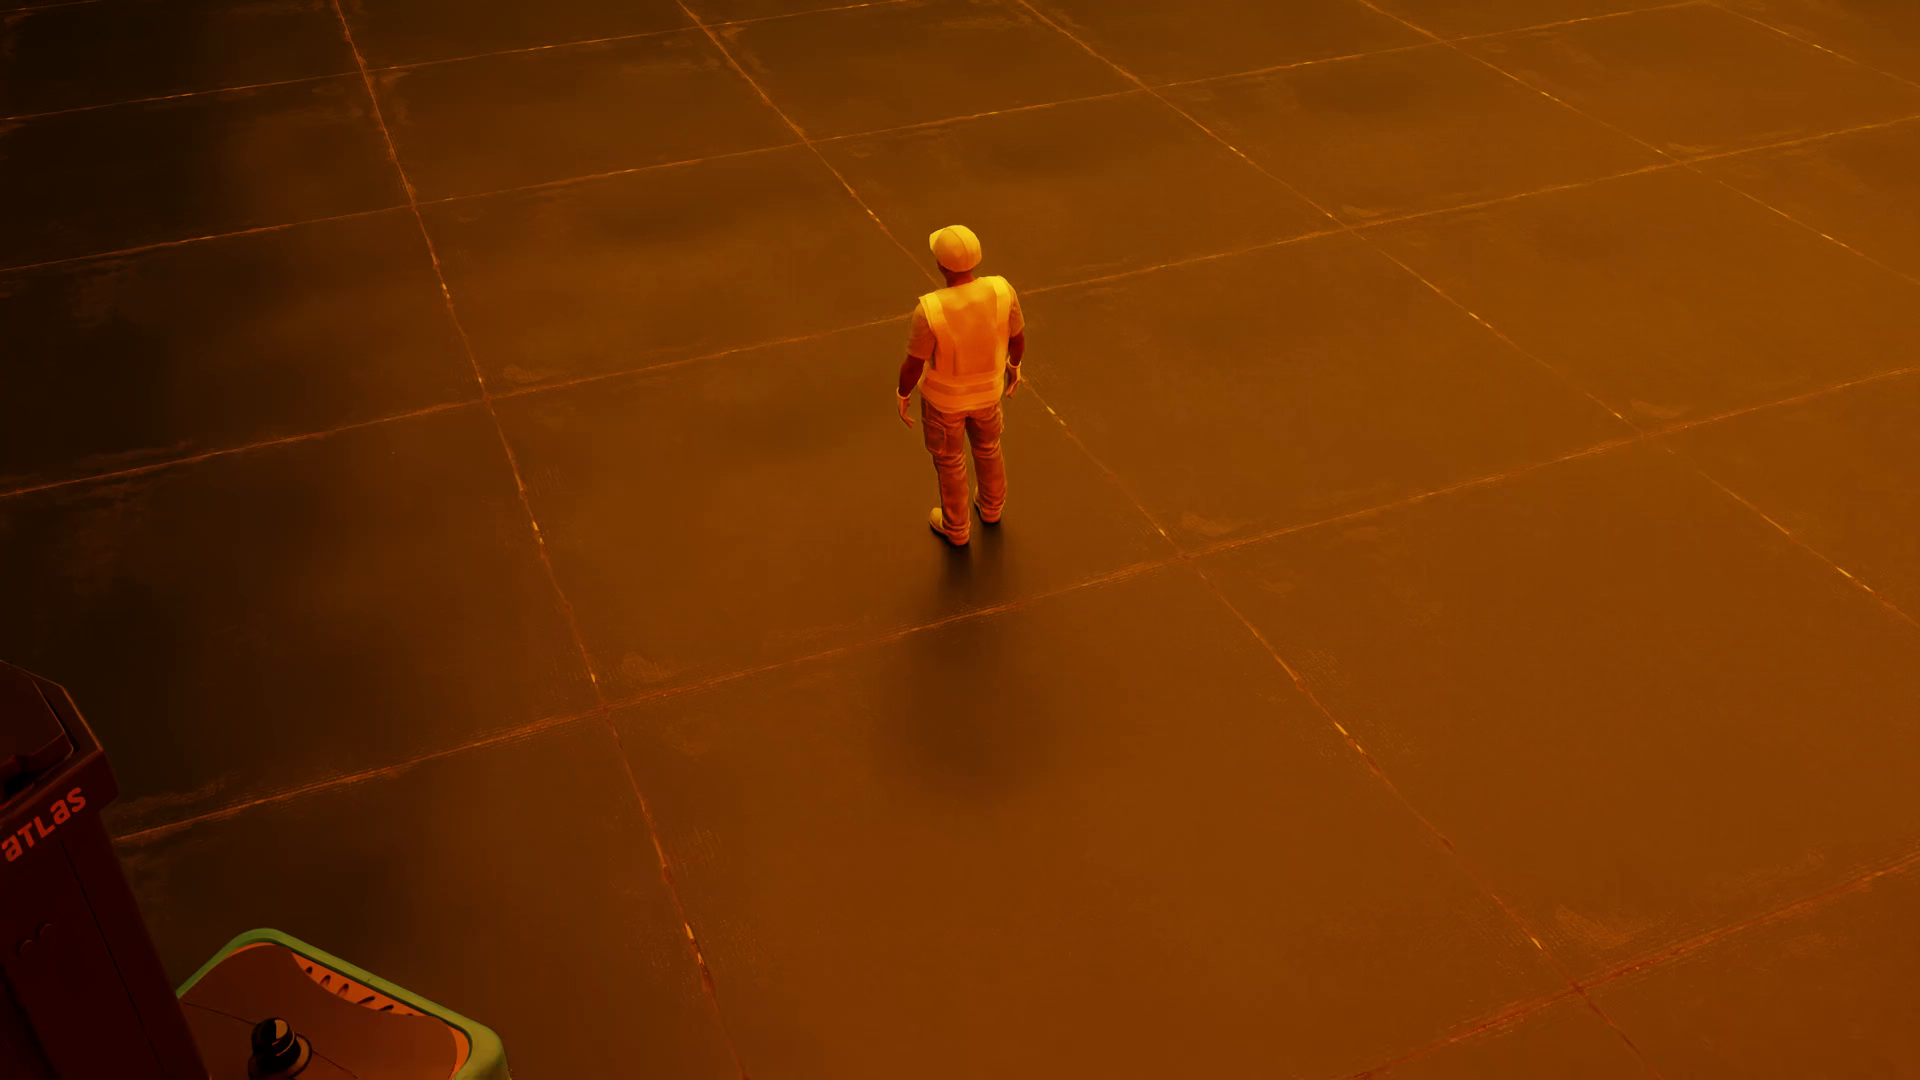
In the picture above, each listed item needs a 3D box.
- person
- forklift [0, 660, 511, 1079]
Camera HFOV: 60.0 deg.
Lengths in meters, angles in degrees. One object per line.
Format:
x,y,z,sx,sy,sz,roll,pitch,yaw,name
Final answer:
-0.021,-0.773,8.164,0.657,1.785,0.575,-14,38,-19,person
-2.410,1.743,3.648,1.130,2.935,3.031,16,38,21,forklift
